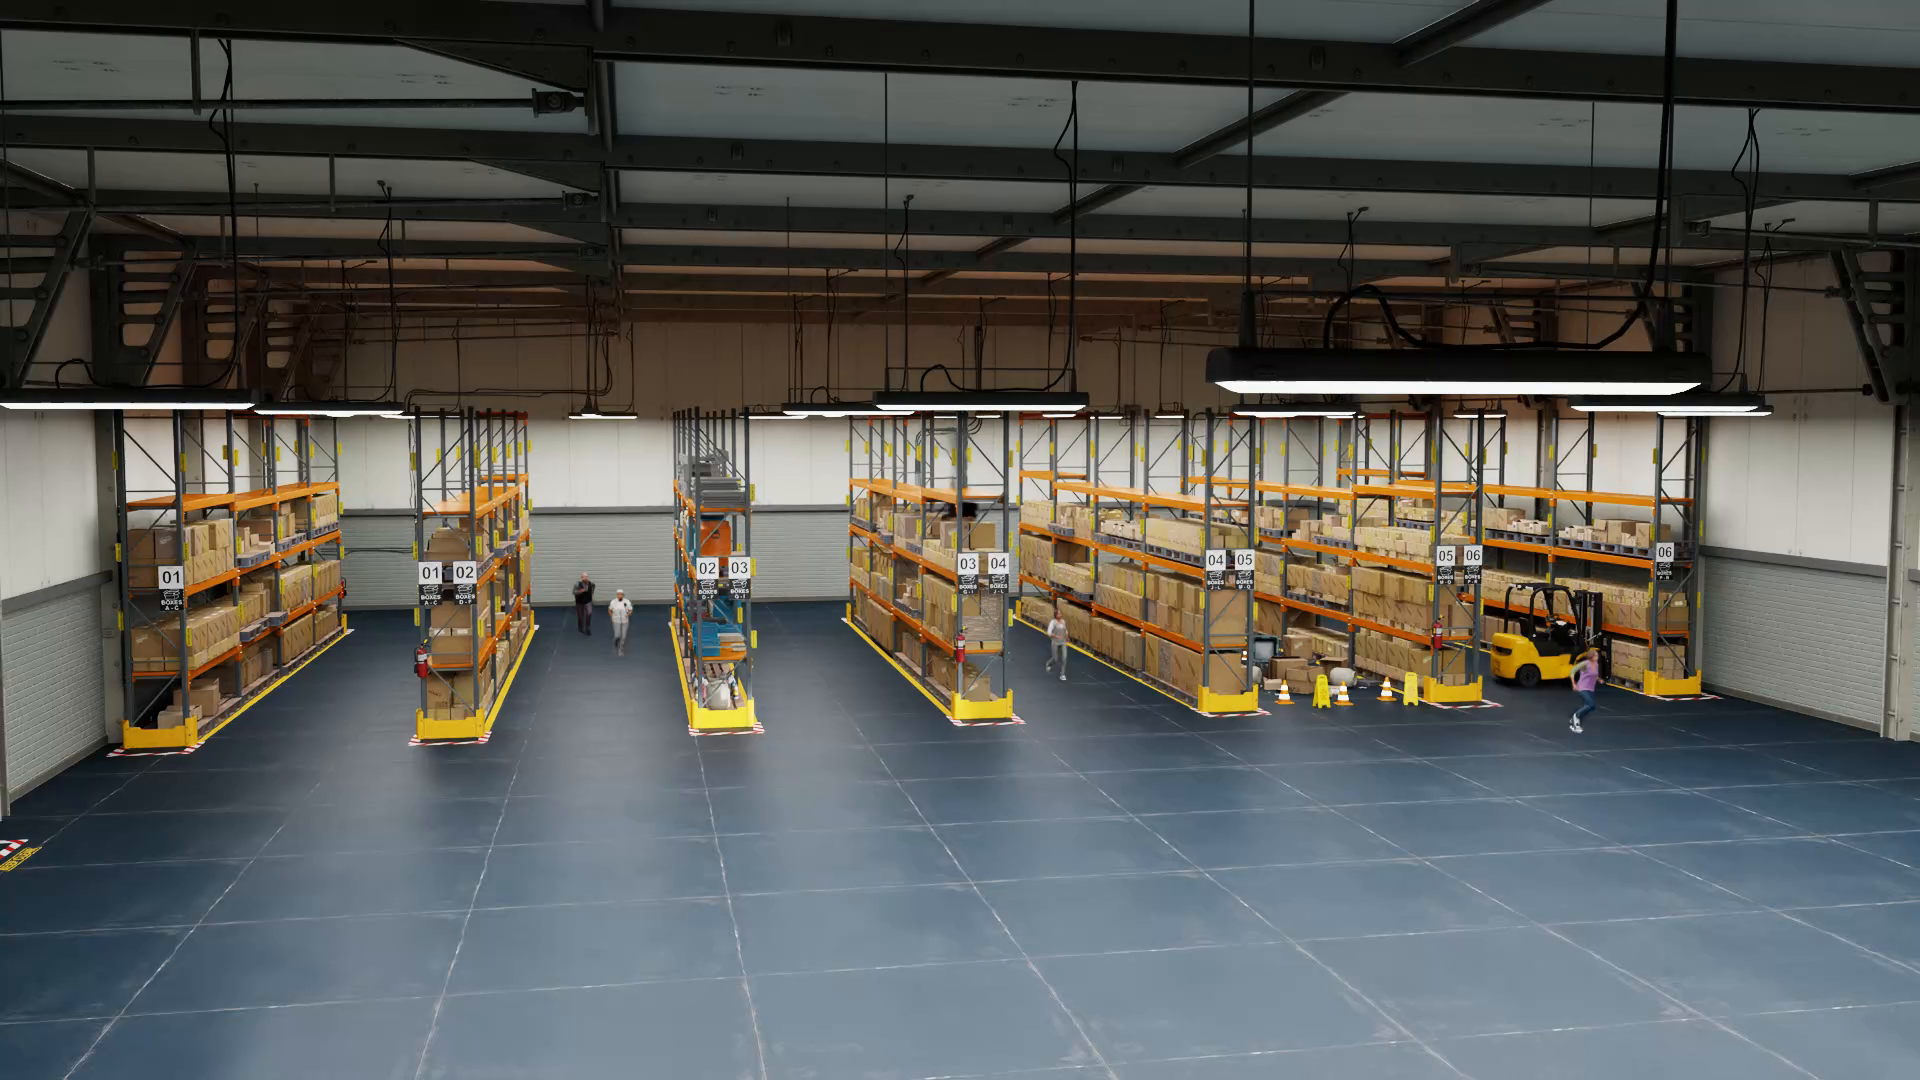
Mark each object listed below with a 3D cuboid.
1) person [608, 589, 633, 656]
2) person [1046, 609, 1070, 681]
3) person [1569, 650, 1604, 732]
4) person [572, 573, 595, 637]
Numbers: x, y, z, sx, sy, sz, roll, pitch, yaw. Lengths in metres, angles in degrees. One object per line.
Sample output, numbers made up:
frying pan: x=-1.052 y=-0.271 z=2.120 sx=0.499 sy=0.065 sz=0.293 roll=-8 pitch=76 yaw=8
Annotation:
person: x=-8.259 y=2.021 z=40.550 sx=0.587 sy=1.634 sz=0.583 roll=-1 pitch=4 yaw=-15
person: x=2.180 y=2.315 z=36.978 sx=0.548 sy=1.567 sz=0.739 roll=-2 pitch=4 yaw=-25
person: x=11.518 y=2.769 z=30.546 sx=0.504 sy=1.541 sz=0.659 roll=-3 pitch=5 yaw=-36
person: x=-10.057 y=1.724 z=44.440 sx=0.648 sy=1.719 sz=0.933 roll=-2 pitch=4 yaw=-21
